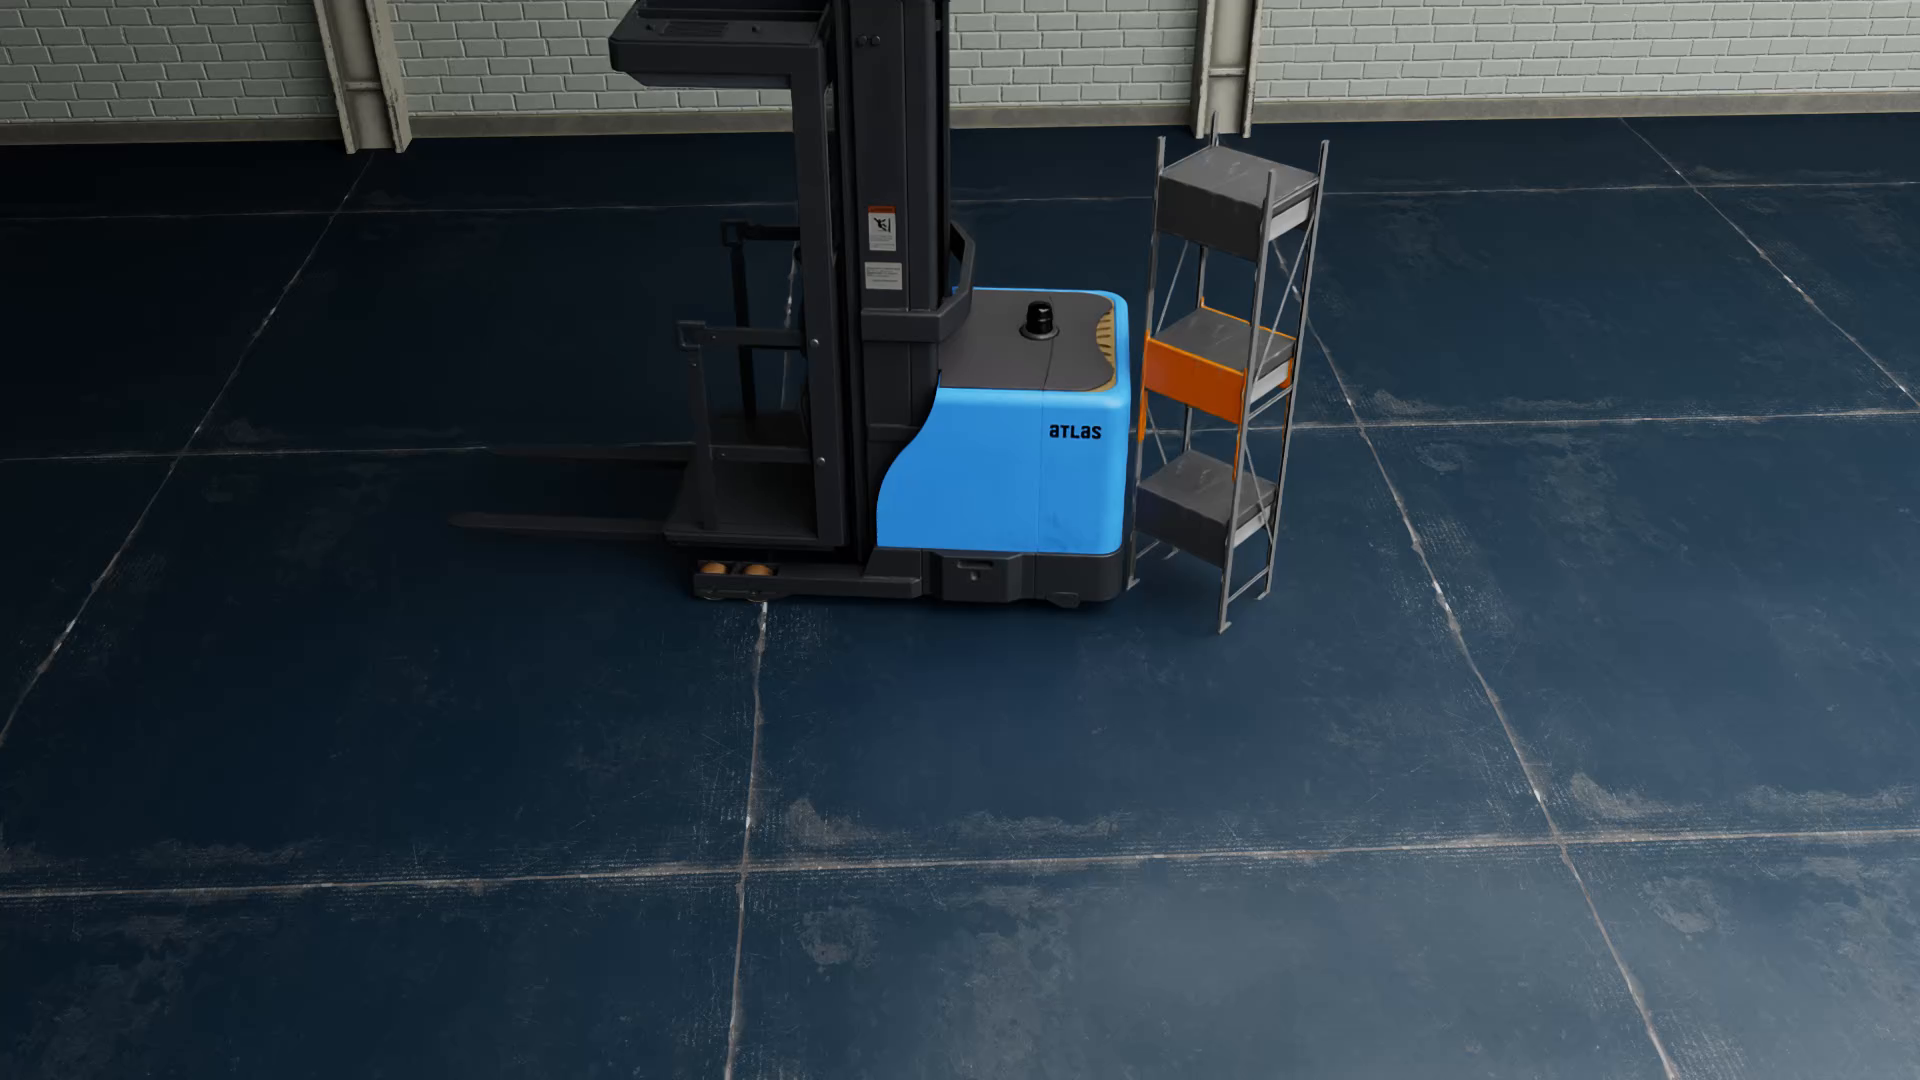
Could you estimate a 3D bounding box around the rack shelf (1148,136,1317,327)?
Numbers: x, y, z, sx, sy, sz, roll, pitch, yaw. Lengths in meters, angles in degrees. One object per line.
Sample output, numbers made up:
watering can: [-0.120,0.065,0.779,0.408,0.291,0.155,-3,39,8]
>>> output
rack shelf: [1.061,-1.202,6.435,0.480,0.518,0.431,26,42,32]

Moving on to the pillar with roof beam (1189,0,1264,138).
pillar with roof beam: [2.079,-4.221,5.941,0.400,9.000,9.100,-2,35,-2]

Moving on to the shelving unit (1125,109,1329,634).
shelving unit: [1.061,-0.637,6.826,0.503,2.100,0.431,26,42,32]

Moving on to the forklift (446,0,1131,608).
forklift: [-0.776,-1.228,6.949,3.031,2.935,1.130,2,35,3]

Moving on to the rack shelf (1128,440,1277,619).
rack shelf: [1.061,-0.051,7.232,0.480,0.518,0.431,26,42,32]

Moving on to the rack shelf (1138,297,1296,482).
rack shelf: [1.061,-0.626,6.834,0.480,0.518,0.431,26,42,32]

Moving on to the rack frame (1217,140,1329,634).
rack frame: [1.245,-0.547,6.695,0.015,2.100,0.400,26,42,32]

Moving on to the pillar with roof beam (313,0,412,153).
pillar with roof beam: [-3.914,-4.059,5.708,0.400,9.000,9.100,-2,35,-2]

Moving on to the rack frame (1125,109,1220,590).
rack frame: [0.876,-0.728,6.957,0.015,2.100,0.400,26,42,32]
